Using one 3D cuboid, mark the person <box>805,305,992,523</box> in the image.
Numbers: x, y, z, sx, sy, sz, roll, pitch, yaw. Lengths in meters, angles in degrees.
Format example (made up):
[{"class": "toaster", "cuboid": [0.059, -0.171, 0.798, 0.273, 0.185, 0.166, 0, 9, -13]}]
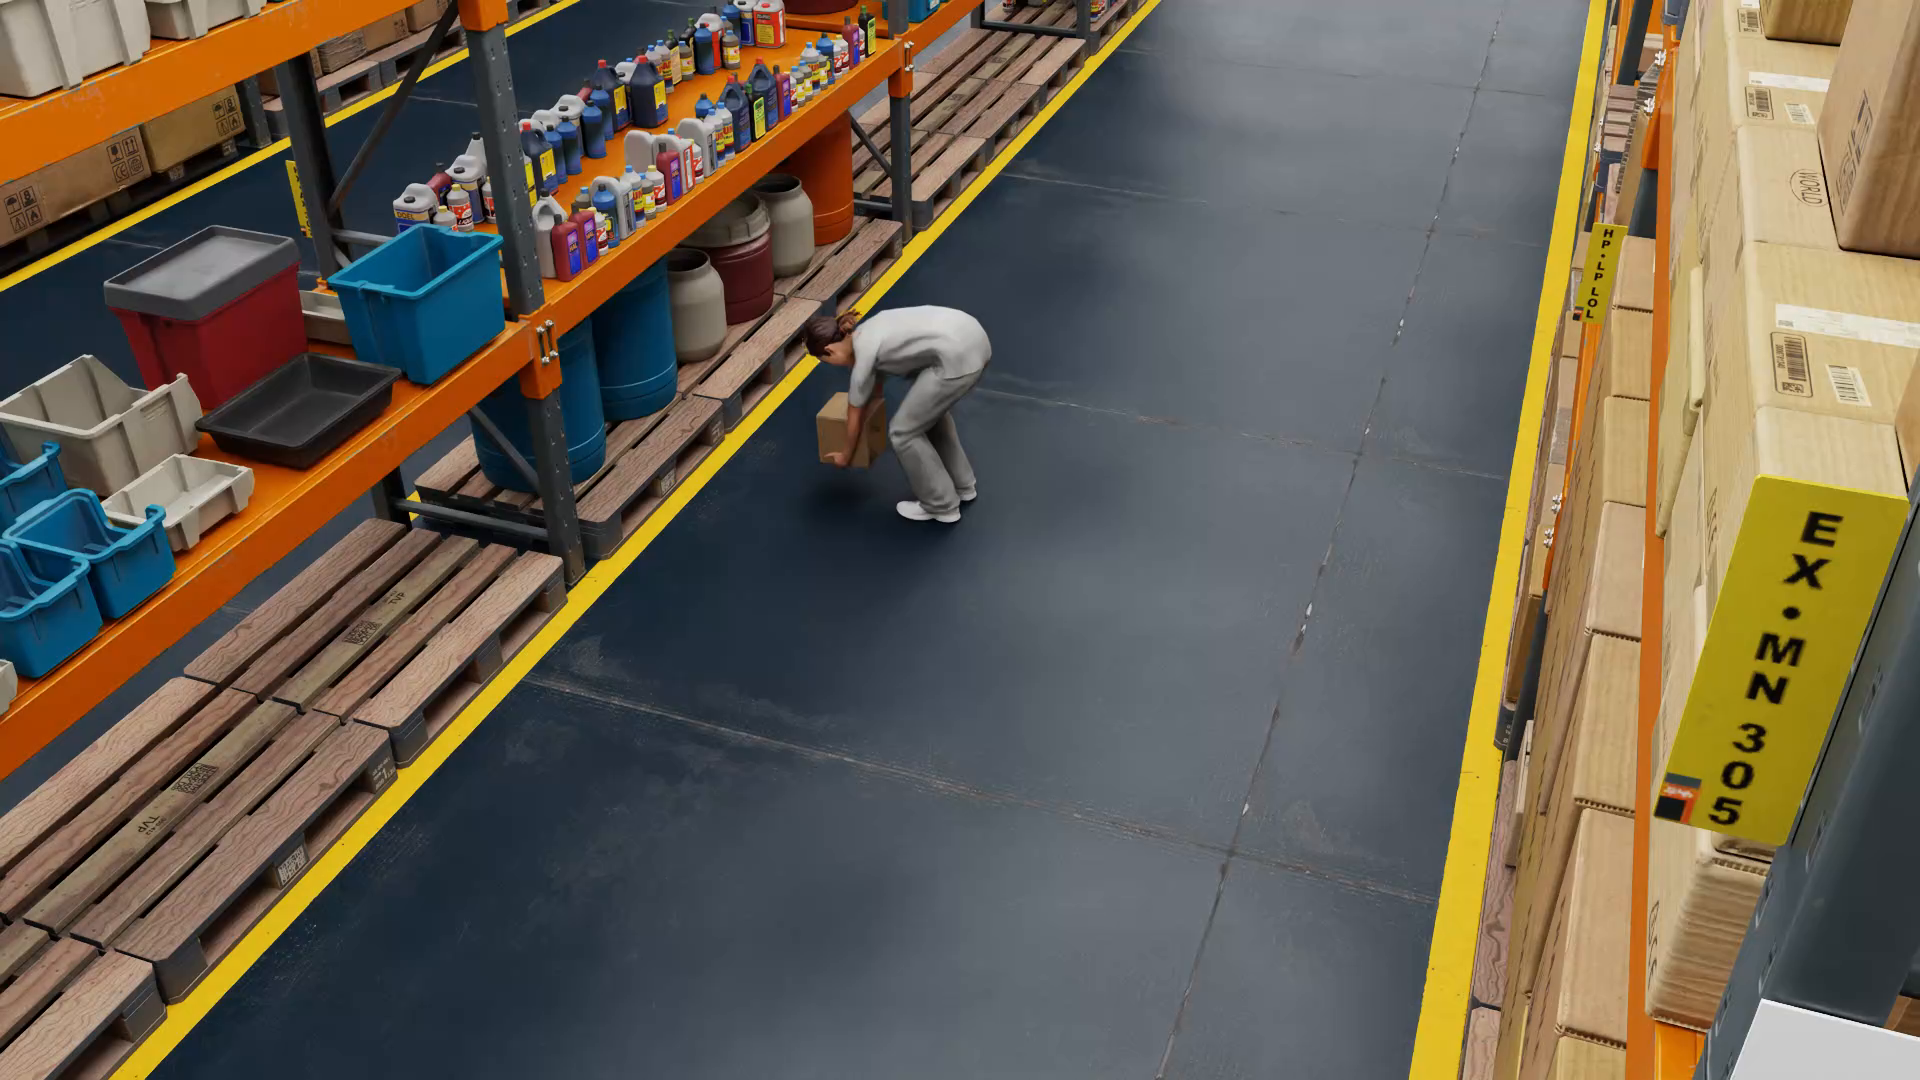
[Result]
[{"class": "person", "cuboid": [-0.290, -0.614, 7.690, 0.866, 0.998, 0.446, 10, 35, 14]}]
